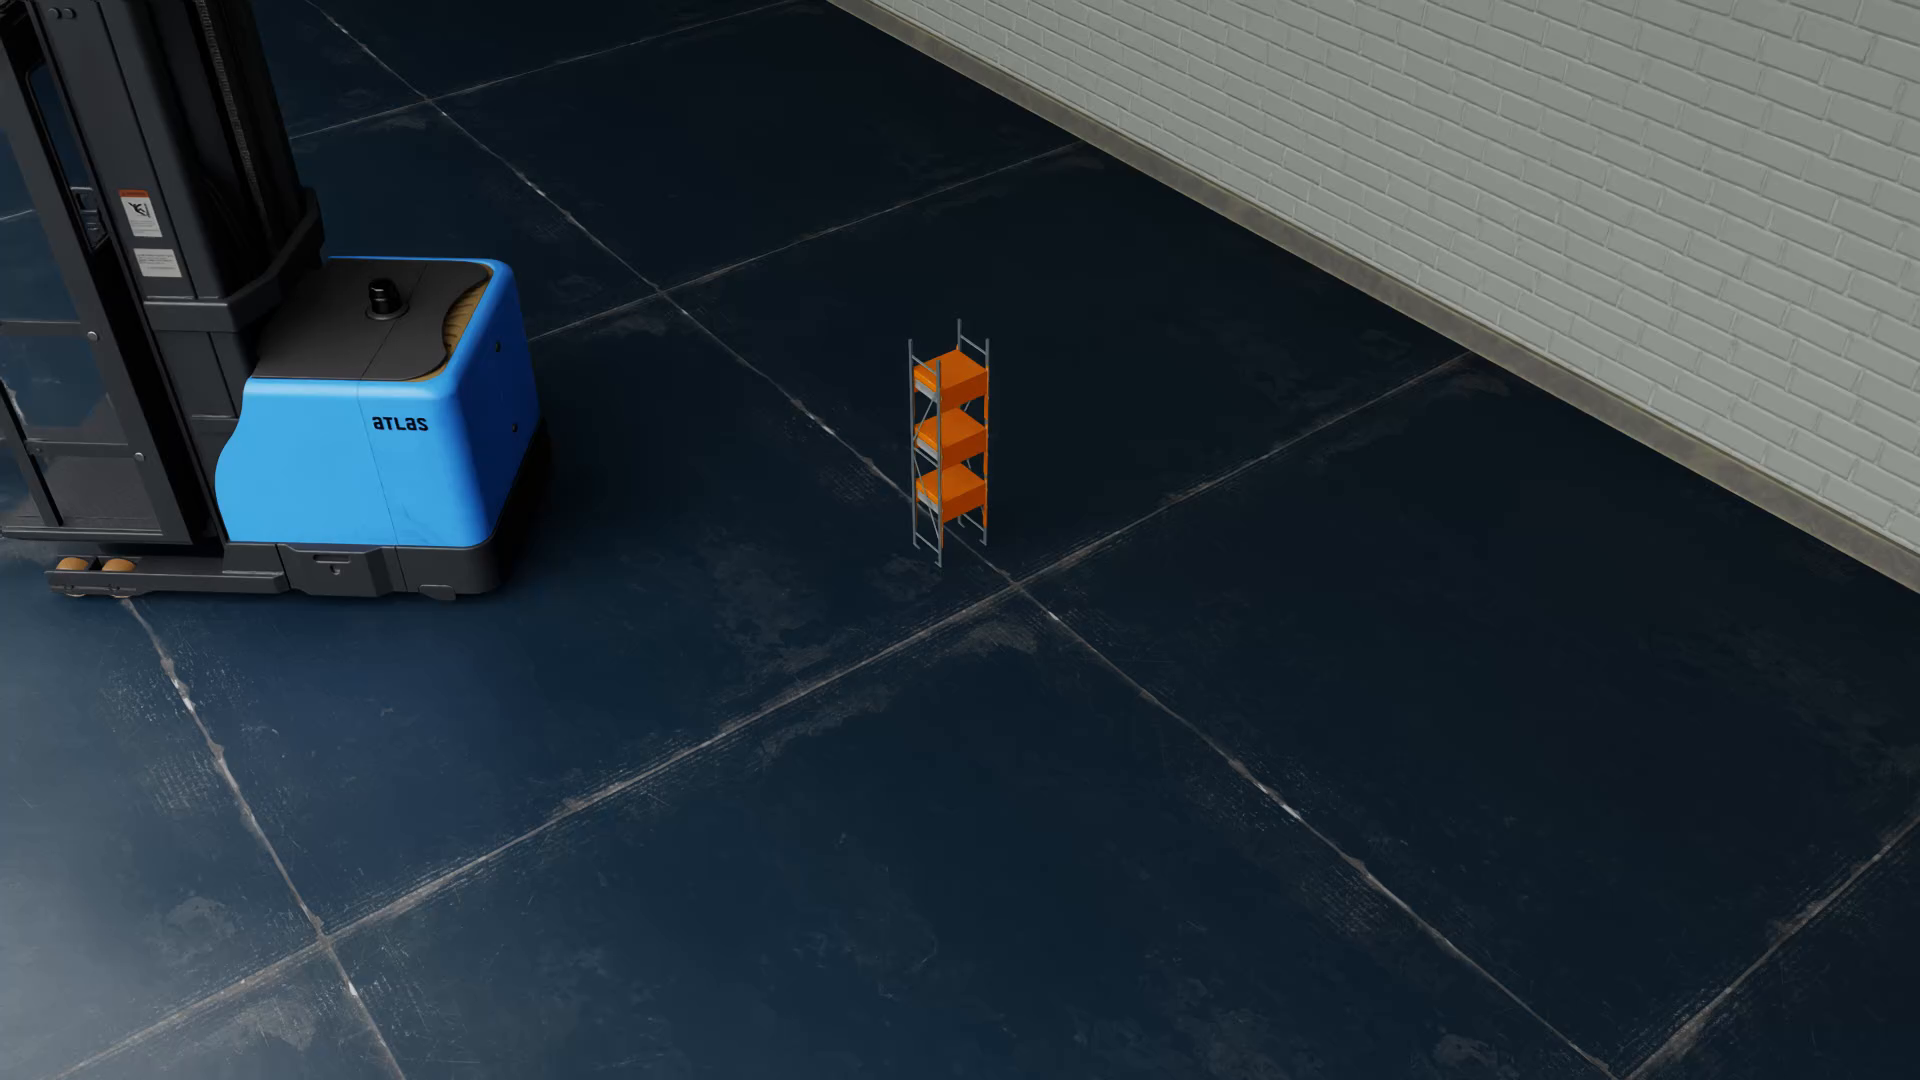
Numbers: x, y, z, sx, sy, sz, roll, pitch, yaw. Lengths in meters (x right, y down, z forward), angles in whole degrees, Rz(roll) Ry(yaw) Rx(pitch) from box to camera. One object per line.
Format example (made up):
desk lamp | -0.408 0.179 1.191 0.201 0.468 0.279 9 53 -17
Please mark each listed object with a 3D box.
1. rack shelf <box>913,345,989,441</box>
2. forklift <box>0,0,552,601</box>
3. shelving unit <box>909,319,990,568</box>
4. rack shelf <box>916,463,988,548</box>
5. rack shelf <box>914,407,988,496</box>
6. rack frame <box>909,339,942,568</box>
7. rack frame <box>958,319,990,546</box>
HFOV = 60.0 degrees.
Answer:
rack shelf | -0.042 -0.596 6.719 0.240 0.259 0.215 -26 46 -28
forklift | -3.394 -1.225 6.432 3.031 2.935 1.130 2 39 2
shelving unit | -0.042 -0.385 6.892 0.252 1.050 0.215 -26 46 -28
rack shelf | -0.042 -0.162 7.075 0.240 0.259 0.215 -26 46 -28
rack shelf | -0.042 -0.377 6.899 0.240 0.259 0.215 -26 46 -28
rack frame | -0.139 -0.338 6.834 0.008 1.050 0.200 -26 46 -28
rack frame | 0.054 -0.432 6.949 0.008 1.050 0.200 -26 46 -28
